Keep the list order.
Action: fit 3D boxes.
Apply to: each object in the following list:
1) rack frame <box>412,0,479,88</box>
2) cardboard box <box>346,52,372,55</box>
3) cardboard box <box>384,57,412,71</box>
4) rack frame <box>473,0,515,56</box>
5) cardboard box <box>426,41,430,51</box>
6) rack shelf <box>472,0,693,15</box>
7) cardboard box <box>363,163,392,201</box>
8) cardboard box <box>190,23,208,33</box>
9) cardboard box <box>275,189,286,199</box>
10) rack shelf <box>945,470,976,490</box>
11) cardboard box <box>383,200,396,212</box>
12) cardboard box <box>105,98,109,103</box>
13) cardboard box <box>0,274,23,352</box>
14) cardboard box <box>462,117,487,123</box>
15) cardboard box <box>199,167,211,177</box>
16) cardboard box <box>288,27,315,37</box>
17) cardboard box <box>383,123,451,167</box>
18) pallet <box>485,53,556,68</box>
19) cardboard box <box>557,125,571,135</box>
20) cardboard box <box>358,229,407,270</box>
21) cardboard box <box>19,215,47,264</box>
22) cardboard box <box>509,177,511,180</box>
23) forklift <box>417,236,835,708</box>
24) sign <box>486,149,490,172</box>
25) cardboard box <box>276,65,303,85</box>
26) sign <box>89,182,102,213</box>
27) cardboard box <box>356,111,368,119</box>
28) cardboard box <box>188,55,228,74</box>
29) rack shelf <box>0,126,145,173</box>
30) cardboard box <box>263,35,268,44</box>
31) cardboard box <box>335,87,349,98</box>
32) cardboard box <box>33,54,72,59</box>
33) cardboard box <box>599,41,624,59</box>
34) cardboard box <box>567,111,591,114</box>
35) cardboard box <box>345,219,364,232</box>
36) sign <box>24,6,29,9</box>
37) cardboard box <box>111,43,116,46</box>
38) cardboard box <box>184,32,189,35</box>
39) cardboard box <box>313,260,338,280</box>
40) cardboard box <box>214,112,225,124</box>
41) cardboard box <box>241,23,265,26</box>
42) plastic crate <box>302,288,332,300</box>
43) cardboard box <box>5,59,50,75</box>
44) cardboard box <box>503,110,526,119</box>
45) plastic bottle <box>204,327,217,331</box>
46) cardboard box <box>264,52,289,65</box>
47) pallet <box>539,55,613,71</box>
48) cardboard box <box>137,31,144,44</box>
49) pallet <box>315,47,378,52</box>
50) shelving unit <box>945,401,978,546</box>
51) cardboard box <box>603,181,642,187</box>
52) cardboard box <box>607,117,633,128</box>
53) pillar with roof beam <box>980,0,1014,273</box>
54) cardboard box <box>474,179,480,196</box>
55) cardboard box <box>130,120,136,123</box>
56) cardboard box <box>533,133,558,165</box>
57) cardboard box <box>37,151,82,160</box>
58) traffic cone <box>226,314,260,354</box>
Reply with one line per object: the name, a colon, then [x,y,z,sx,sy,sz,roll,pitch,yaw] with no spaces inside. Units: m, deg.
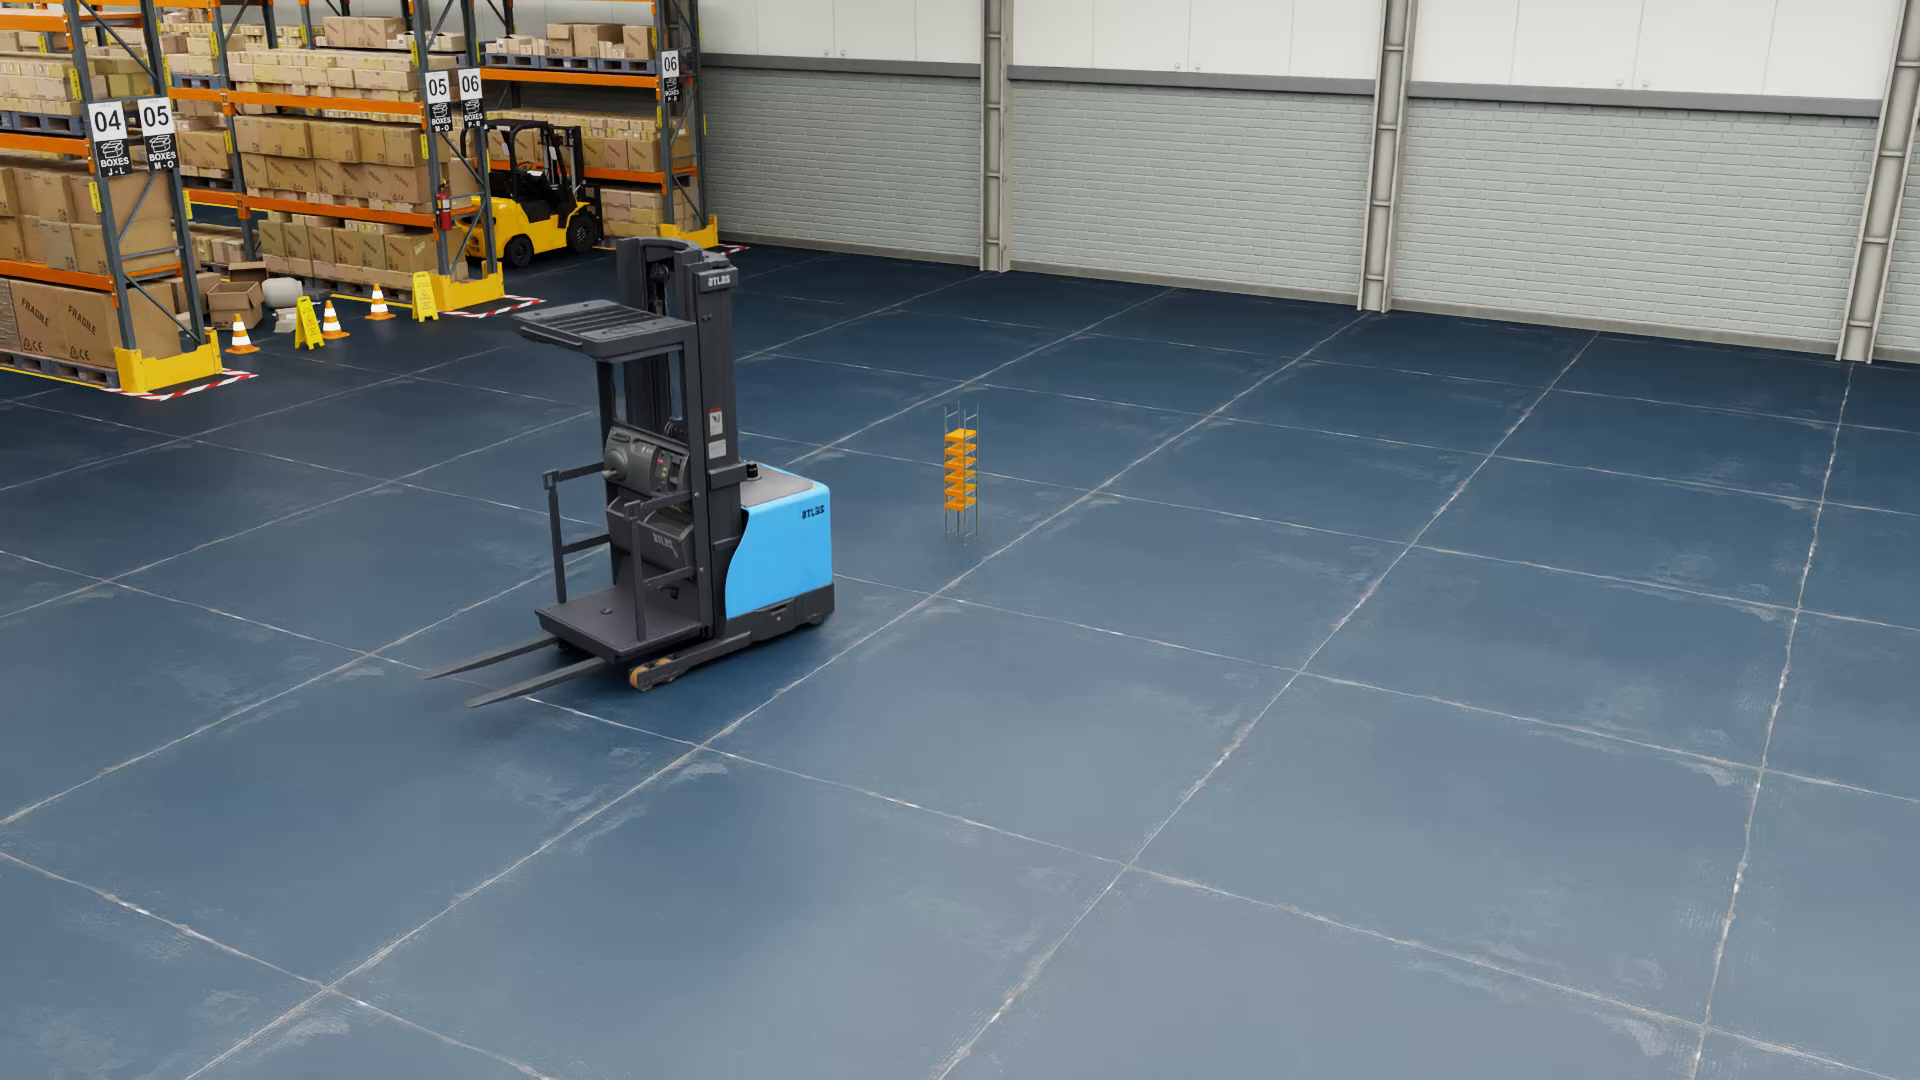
rack frame: [-6.933,-7.594,22.104,0.127,3.000,1.000,11,23,27]
cardboard box: [-8.457,-6.823,23.577,0.250,0.149,0.380,11,23,28]
cardboard box: [-7.579,-6.464,22.585,0.250,0.149,0.380,11,23,28]
rack frame: [-8.008,-9.738,28.014,0.127,3.000,1.000,11,23,27]
cardboard box: [-9.116,-8.547,28.734,0.250,0.149,0.380,11,23,27]
rack shelf: [-6.262,-8.879,27.288,4.000,0.370,1.077,11,23,27]
cardboard box: [-7.976,-5.054,23.316,0.500,0.500,0.500,11,23,27]
cardboard box: [-14.239,-9.631,31.288,0.250,0.149,0.380,10,22,26]
cardboard box: [-9.814,-5.112,24.426,0.250,0.149,0.380,11,23,27]
rack shelf: [0.013,-0.520,14.169,0.180,0.103,0.258,11,23,27]
cardboard box: [-7.853,-4.713,23.326,0.250,0.149,0.380,10,22,26]
cardboard box: [-9.625,-5.015,18.998,0.250,0.149,0.380,11,23,28]
cardboard box: [-11.447,-2.873,20.387,0.875,0.875,0.875,11,23,28]
cardboard box: [-8.414,-7.260,28.883,0.250,0.149,0.380,12,23,29]
cardboard box: [-11.231,-5.571,25.077,0.250,0.149,0.380,10,22,26]
cardboard box: [-11.944,-9.219,30.181,0.250,0.149,0.380,12,23,29]
cardboard box: [-7.486,-5.451,22.944,0.500,0.500,0.700,10,22,26]
pallet: [-7.250,-8.152,28.170,1.213,0.211,1.003,11,23,27]
cardboard box: [-6.517,-6.875,27.822,0.250,0.149,0.380,10,22,26]
cardboard box: [-8.217,-4.173,23.787,0.500,0.500,0.500,12,23,29]
cardboard box: [-10.523,-3.618,19.720,0.550,0.550,0.875,11,23,27]
cardboard box: [-7.738,-6.119,28.784,0.500,0.250,0.500,10,22,26]
forklift: [-2.348,-0.533,11.536,1.130,2.935,3.031,19,27,41]
sign: [-6.669,-5.343,23.425,0.005,0.325,0.100,11,23,27]
cardboard box: [-9.289,-6.594,23.529,0.500,0.250,0.500,11,23,28]
sign: [-9.536,-3.780,18.342,0.005,0.325,0.100,11,23,27]
cardboard box: [-10.660,-7.675,30.027,0.250,0.149,0.380,11,23,28]
cardboard box: [-11.006,-7.030,24.553,0.500,0.250,0.500,10,22,26]
rack shelf: [-11.005,-4.688,19.547,4.000,0.370,1.077,11,23,27]
cardboard box: [-12.599,-9.226,30.636,0.250,0.149,0.380,11,23,27]
cardboard box: [-8.485,-6.263,23.203,0.250,0.149,0.380,10,22,26]
cardboard box: [-10.504,-5.557,19.323,0.250,0.149,0.380,10,22,27]
cardboard box: [-5.609,-7.933,26.873,0.258,0.266,0.396,11,23,27]
cardboard box: [-6.479,-7.224,28.346,0.250,0.149,0.380,11,22,27]
cardboard box: [-8.560,-4.520,23.793,0.250,0.149,0.380,12,23,30]
sign: [-18.748,-10.573,33.432,0.005,0.325,0.100,11,23,27]
cardboard box: [-16.547,-9.736,32.777,0.250,0.149,0.380,11,23,28]
cardboard box: [-14.447,-9.550,31.501,0.250,0.149,0.380,11,23,28]
cardboard box: [-9.106,-3.993,24.390,0.500,0.250,0.500,10,22,27]
cardboard box: [-13.966,-8.037,31.704,0.258,0.266,0.396,12,23,30]
cardboard box: [-13.315,-9.661,31.369,0.250,0.149,0.380,11,23,29]
plastic crate: [-9.454,-3.562,24.066,0.583,0.080,0.402,3,20,9]
cardboard box: [-10.386,-5.277,18.552,0.250,0.149,0.380,11,23,28]
cardboard box: [-7.593,-7.257,28.437,0.250,0.149,0.380,11,23,28]
plastic bottle: [-9.952,-2.762,21.888,0.283,0.061,0.133,3,20,9]
cardboard box: [-9.626,-6.824,23.578,0.250,0.149,0.380,11,22,27]
pallet: [-6.189,-7.949,27.610,1.213,0.211,1.003,11,23,27]
cardboard box: [-15.535,-9.733,32.183,0.500,0.250,0.500,11,23,28]
pallet: [-10.864,-8.818,30.153,1.003,0.211,1.213,12,23,30]
shelving unit: [0.013,-0.562,14.154,0.189,1.200,0.258,11,23,27]
cardboard box: [-5.712,-5.932,28.269,0.500,0.250,0.500,11,22,27]
cardboard box: [-5.584,-6.872,27.376,0.250,0.149,0.380,11,23,28]
pillar with roof beam: [-1.545,-7.177,20.955,0.400,9.000,9.100,11,23,27]
cardboard box: [-8.469,-6.082,29.600,0.625,0.625,0.875,12,23,30]
cardboard box: [-12.928,-6.413,26.447,0.500,0.500,0.500,10,22,26]
cardboard box: [-6.842,-6.648,28.146,0.500,0.500,0.500,11,22,27]
cardboard box: [-14.464,-6.274,26.749,0.500,0.250,0.500,11,23,27]
traffic cone: [-9.030,-2.602,20.860,0.334,0.463,0.336,11,23,27]
